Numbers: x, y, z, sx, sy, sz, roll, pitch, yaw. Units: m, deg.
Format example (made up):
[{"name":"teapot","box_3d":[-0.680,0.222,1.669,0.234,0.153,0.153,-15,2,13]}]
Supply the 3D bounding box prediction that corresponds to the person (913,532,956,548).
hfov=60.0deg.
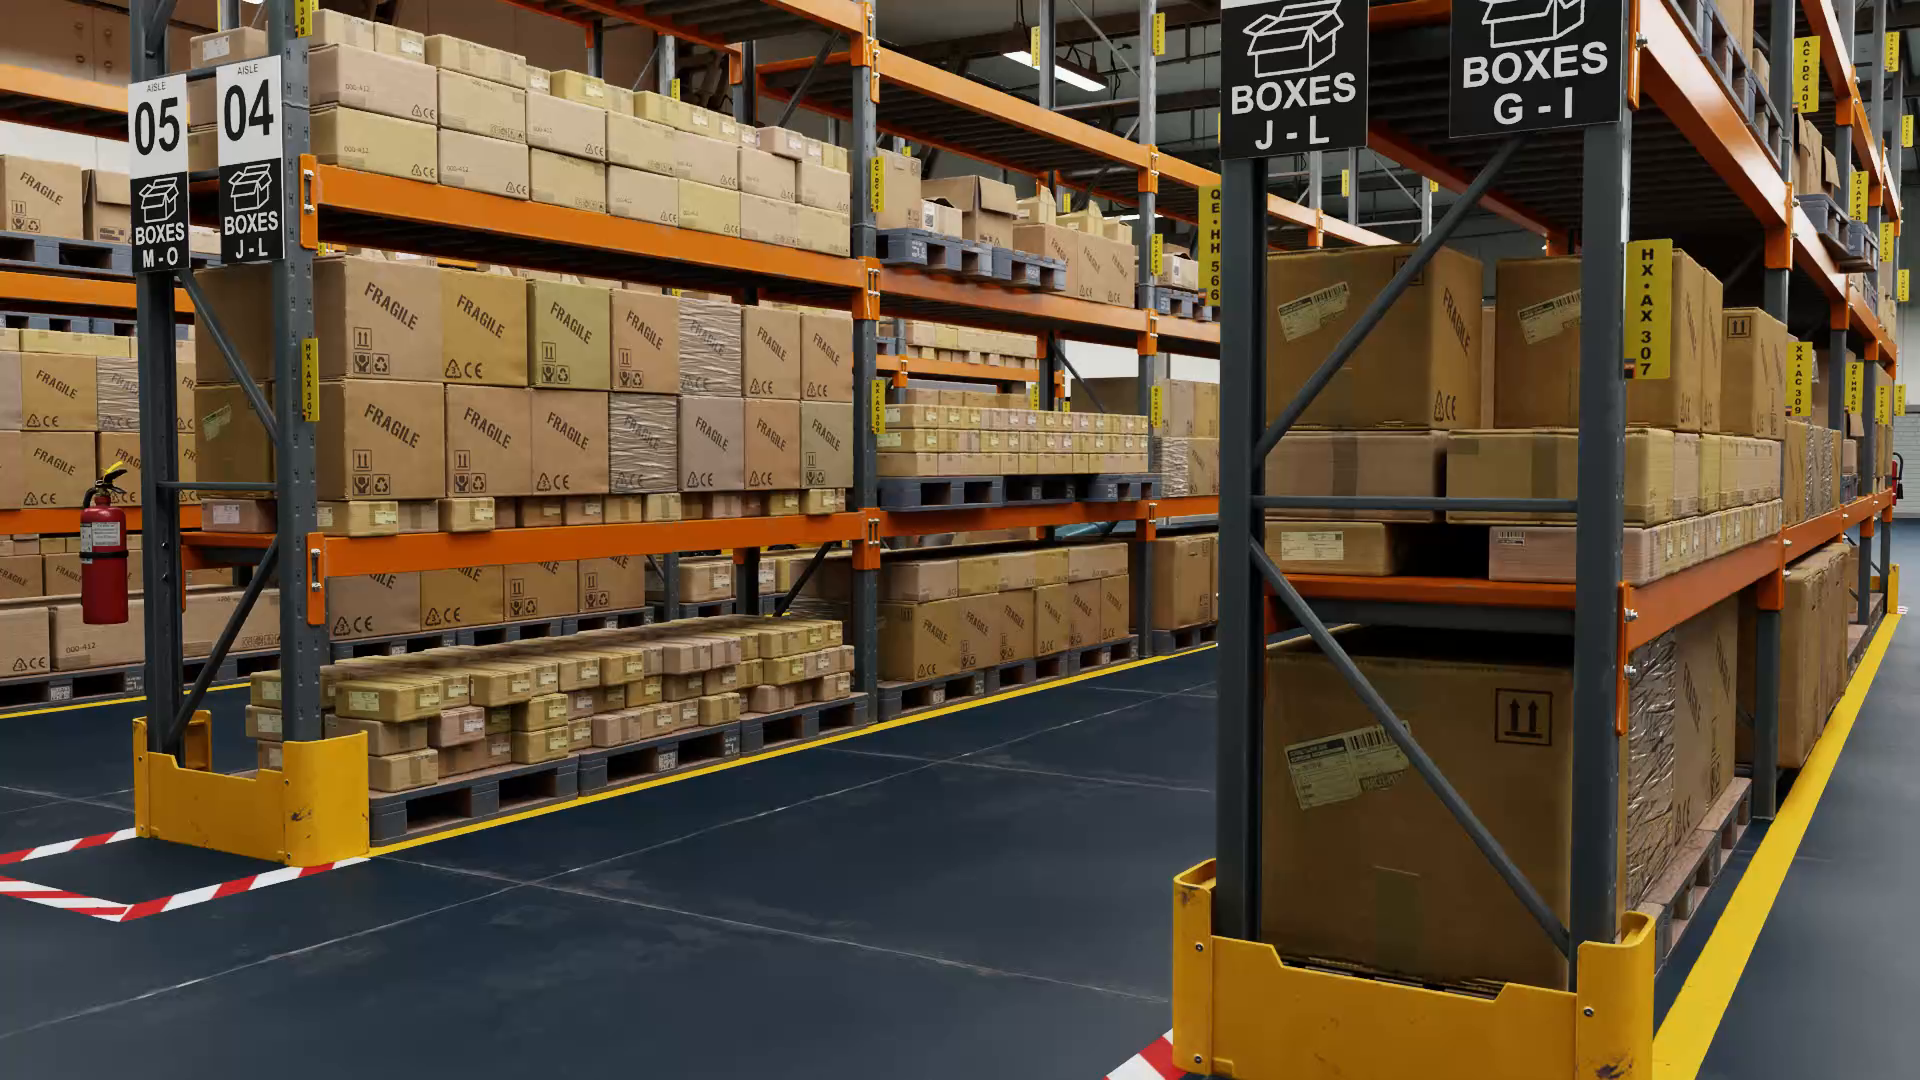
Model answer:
[{"name":"person","box_3d":[-0.263,-0.090,17.126,0.435,1.749,0.605,2,3,28]}]
